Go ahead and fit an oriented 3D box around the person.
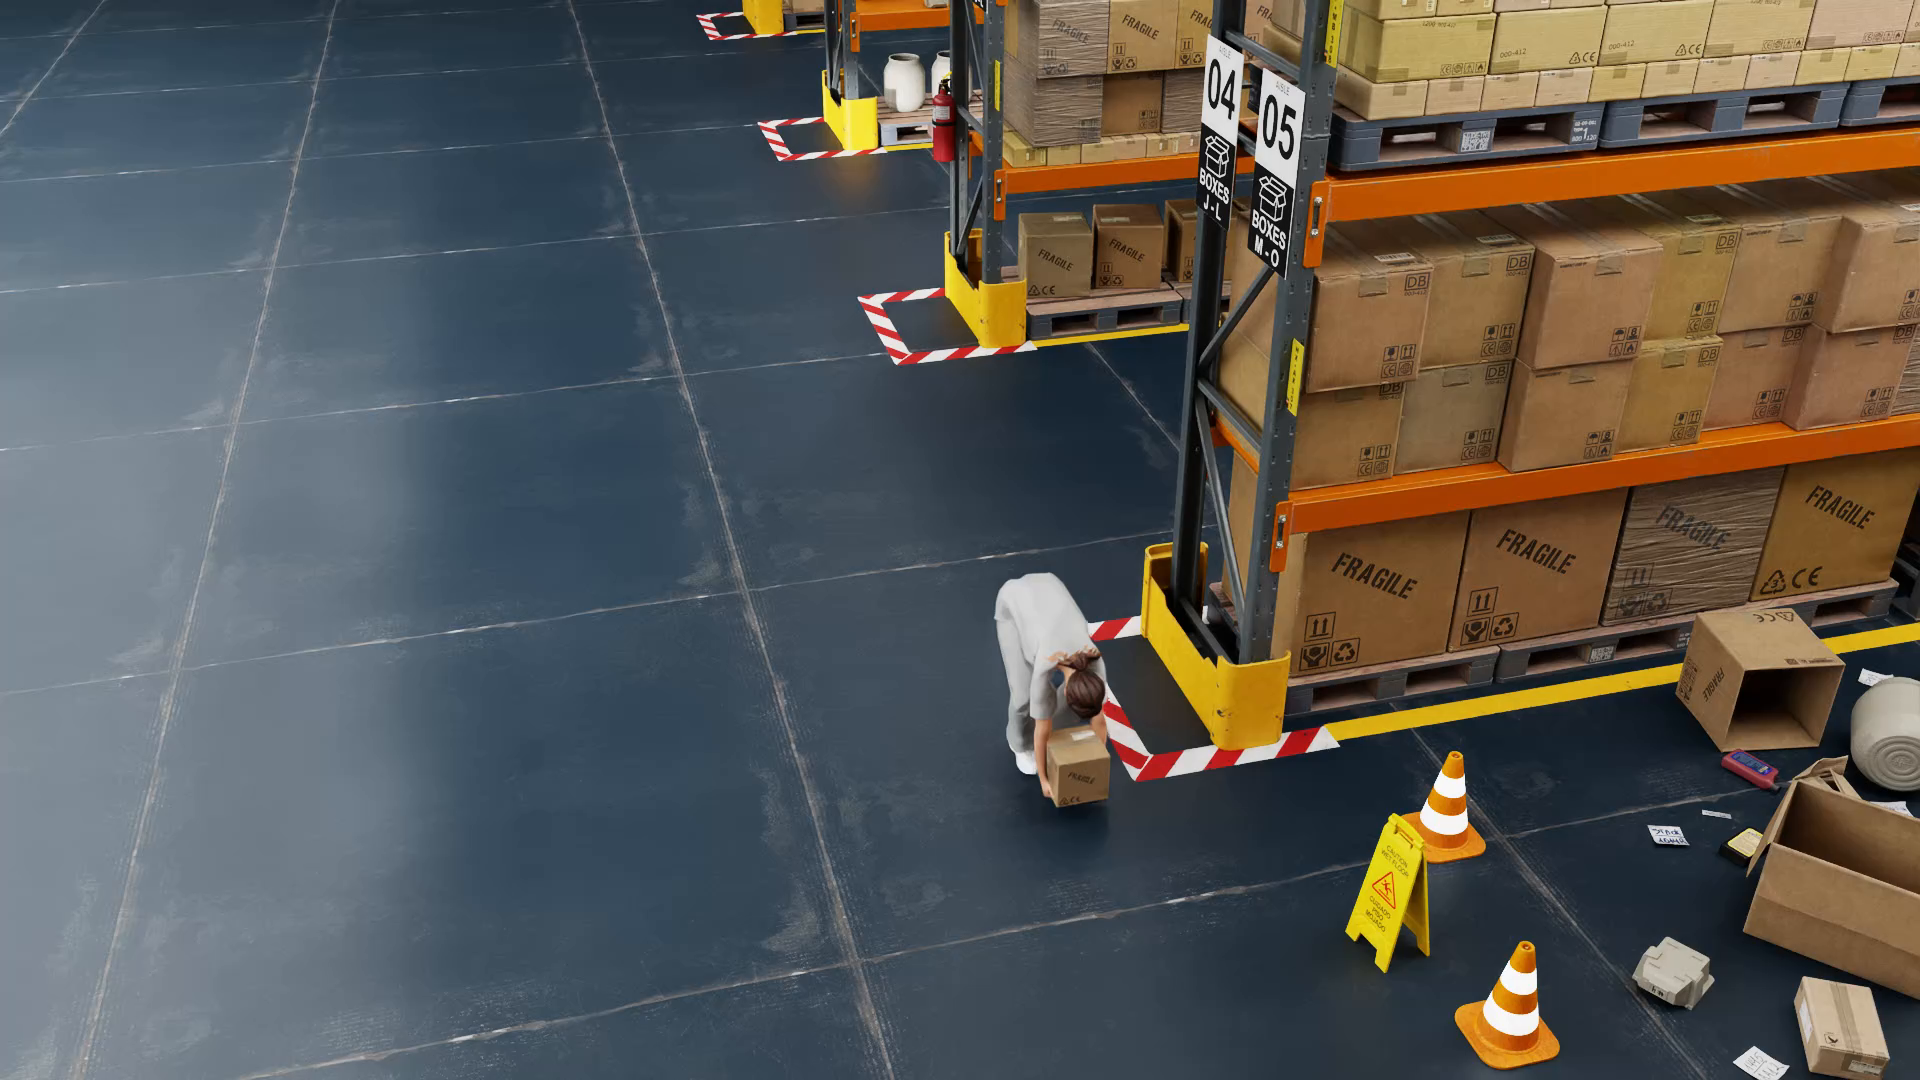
[{"bbox_3d":[0.456,0.698,7.775,0.458,0.934,0.852,-12,32,-19],"label":"person"}]
